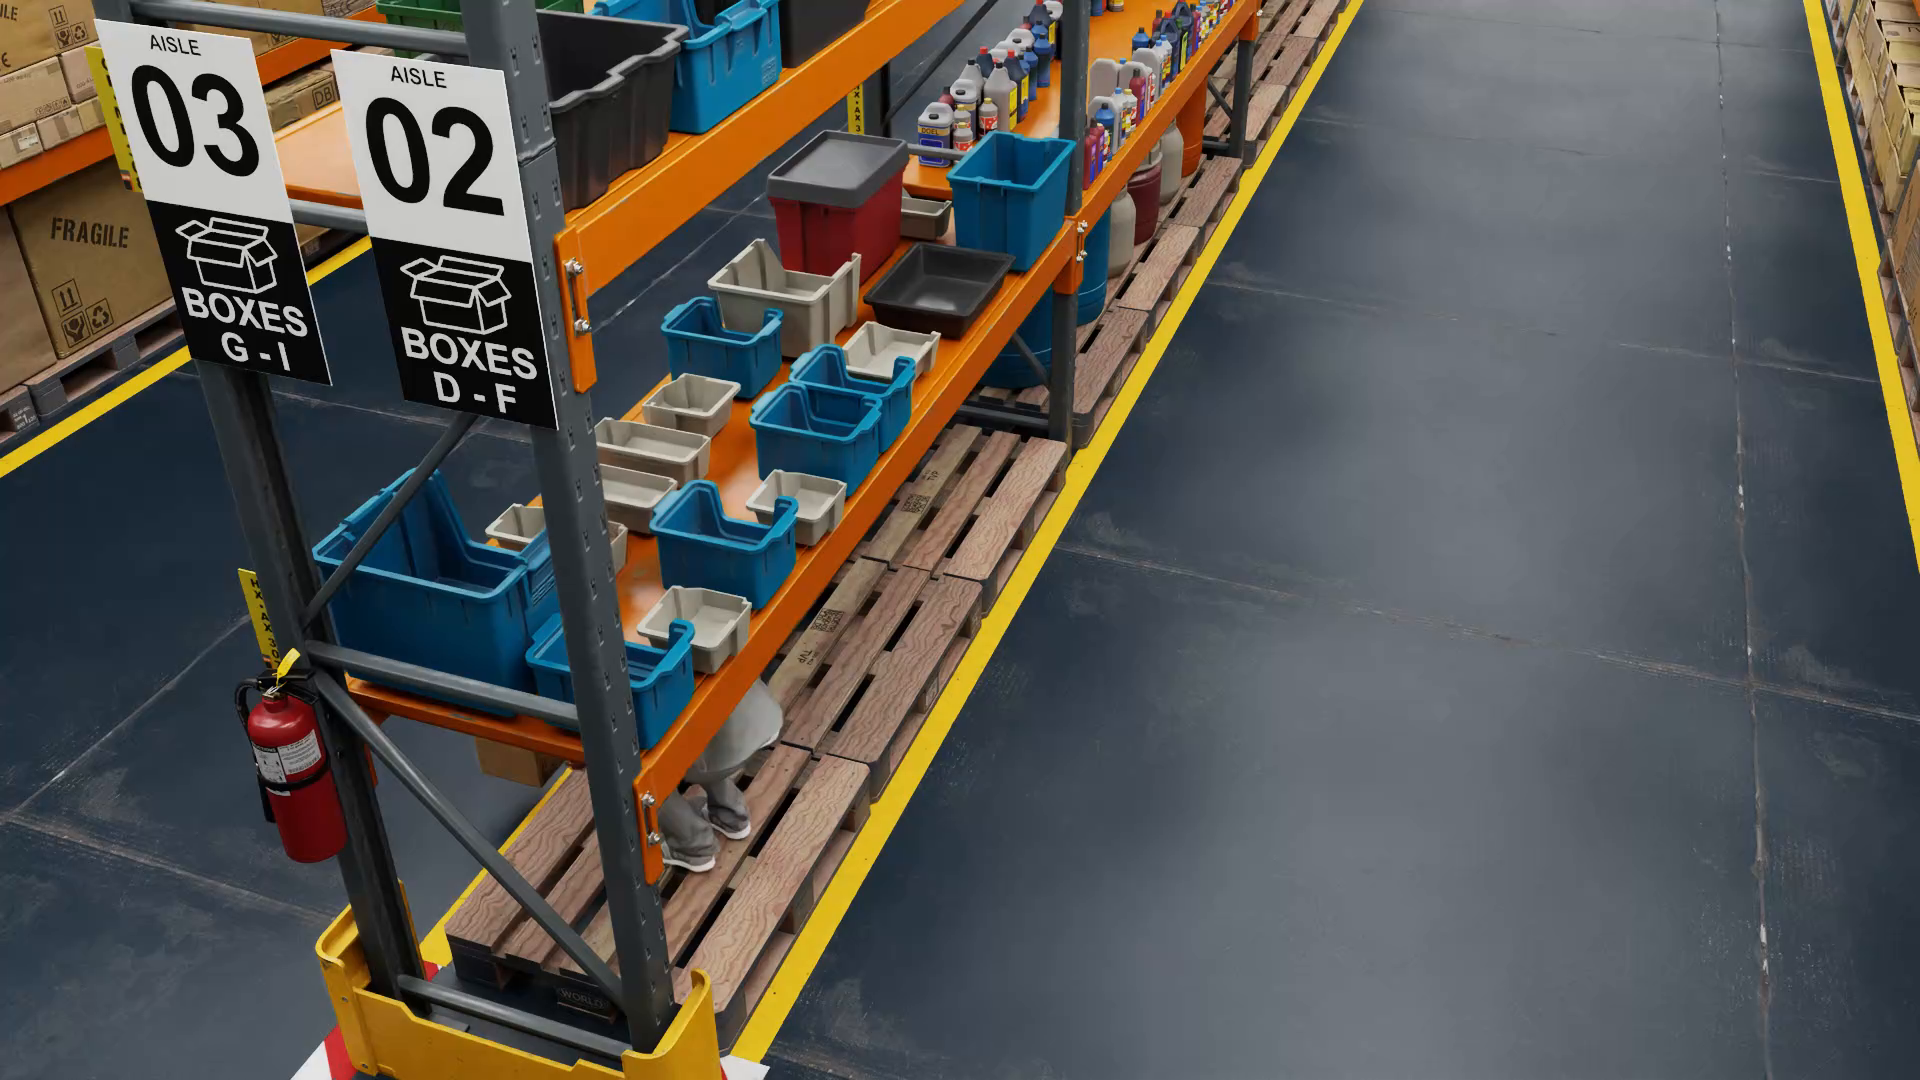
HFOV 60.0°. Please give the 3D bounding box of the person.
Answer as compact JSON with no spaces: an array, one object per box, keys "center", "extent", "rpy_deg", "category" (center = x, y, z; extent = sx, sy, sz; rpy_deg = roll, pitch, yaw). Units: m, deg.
[{"center":[-0.940,0.595,5.383],"extent":[0.765,1.044,0.454],"rpy_deg":[19,38,26],"category":"person"}]
